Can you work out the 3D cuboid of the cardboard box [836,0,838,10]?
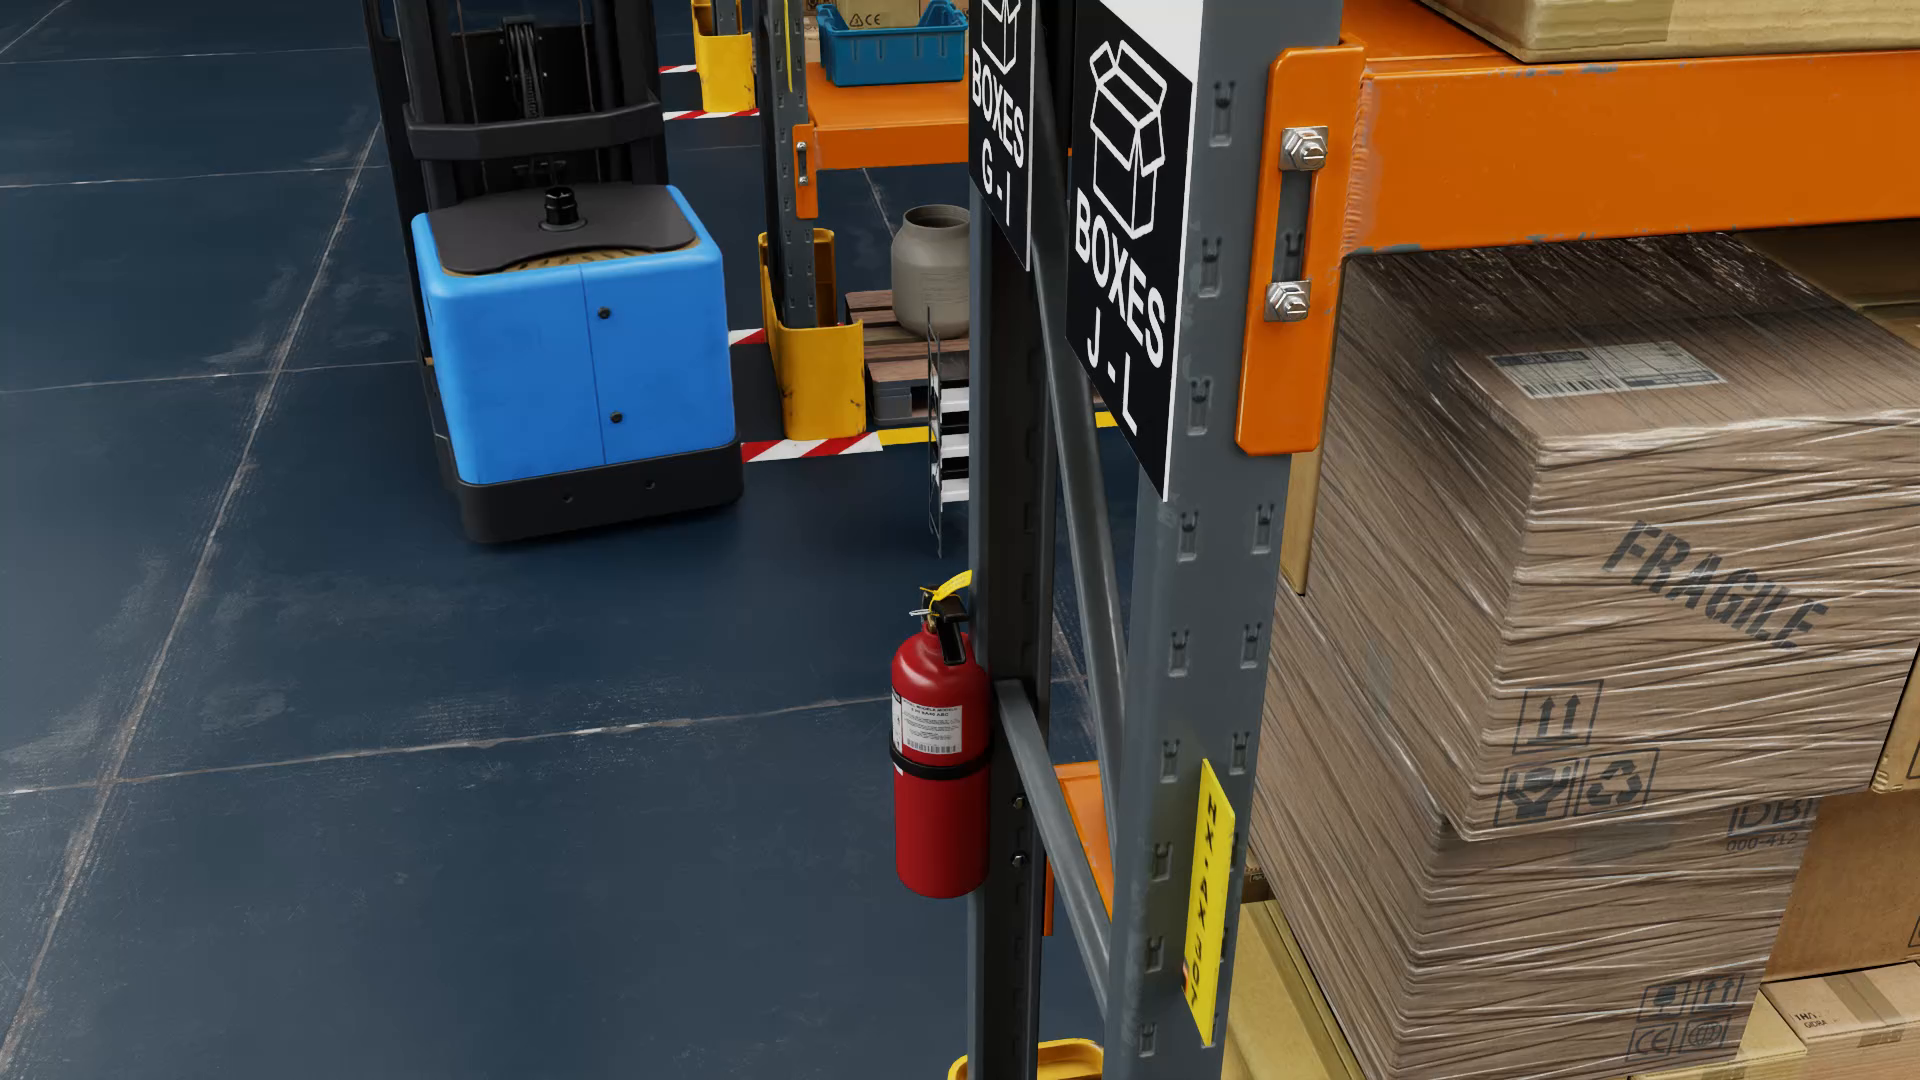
[{"bbox_3d":[-0.652,-3.691,11.867,0.500,0.250,0.500,-5,31,-9],"label":"cardboard box"}]

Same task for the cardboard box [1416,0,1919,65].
[{"bbox_3d":[0.685,-0.652,1.588,0.500,0.250,0.500,-4,31,-7],"label":"cardboard box"}]

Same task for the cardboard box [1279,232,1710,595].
[{"bbox_3d":[0.661,-0.284,2.395,0.500,0.500,0.500,-5,31,-9],"label":"cardboard box"}]

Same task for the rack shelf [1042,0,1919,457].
[{"bbox_3d":[2.132,-0.674,2.187,4.000,0.370,1.077,-5,31,-9],"label":"rack shelf"}]

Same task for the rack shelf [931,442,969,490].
[{"bbox_3d":[0.008,-0.282,6.086,0.200,0.077,0.258,-5,31,-9],"label":"rack shelf"}]

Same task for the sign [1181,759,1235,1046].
[{"bbox_3d":[0.262,0.389,1.775,0.005,0.325,0.100,-5,31,-9],"label":"sign"}]

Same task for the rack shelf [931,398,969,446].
[{"bbox_3d":[0.008,-0.437,5.994,0.200,0.077,0.258,-5,31,-9],"label":"rack shelf"}]

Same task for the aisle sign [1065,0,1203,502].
[{"bbox_3d":[0.157,-0.474,1.531,0.004,0.787,0.394,-5,31,-9],"label":"aisle sign"}]

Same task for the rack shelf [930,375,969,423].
[{"bbox_3d":[0.008,-0.515,5.949,0.200,0.077,0.258,-5,31,-9],"label":"rack shelf"}]

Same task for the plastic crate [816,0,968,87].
[{"bbox_3d":[-0.289,-2.108,7.023,0.616,0.251,0.499,-5,31,-9],"label":"plastic crate"}]

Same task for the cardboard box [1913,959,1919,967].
[{"bbox_3d":[1.475,0.612,2.498,0.250,0.149,0.380,-5,31,-9],"label":"cardboard box"}]

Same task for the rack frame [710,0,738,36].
[{"bbox_3d":[-1.616,-4.448,10.855,0.127,3.000,1.000,-5,31,-9],"label":"rack frame"}]

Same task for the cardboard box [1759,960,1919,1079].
[{"bbox_3d":[1.228,0.631,2.465,0.250,0.149,0.380,-5,31,-9],"label":"cardboard box"}]

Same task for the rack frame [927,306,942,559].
[{"bbox_3d":[-0.092,-0.379,6.007,0.006,0.900,0.240,-5,31,-9],"label":"rack frame"}]

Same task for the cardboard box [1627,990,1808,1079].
[{"bbox_3d":[0.986,0.664,2.409,0.250,0.149,0.380,-5,31,-9],"label":"cardboard box"}]

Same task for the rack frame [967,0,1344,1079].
[{"bbox_3d":[0.165,0.493,2.452,0.053,2.616,0.949,-5,31,-9],"label":"rack frame"}]

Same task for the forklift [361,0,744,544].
[{"bbox_3d":[-1.821,-1.983,6.731,1.130,2.935,3.031,-11,32,-17],"label":"forklift"}]

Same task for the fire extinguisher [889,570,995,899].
[{"bbox_3d":[-0.031,0.306,2.847,0.183,0.674,0.296,-5,31,-9],"label":"fire extinguisher"}]

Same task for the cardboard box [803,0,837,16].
[{"bbox_3d":[-1.142,-3.964,11.591,0.500,0.500,0.500,-5,31,-9],"label":"cardboard box"}]

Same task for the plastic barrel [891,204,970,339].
[{"bbox_3d":[-0.094,-1.184,7.345,0.421,0.512,0.421,0,30,0],"label":"plastic barrel"}]

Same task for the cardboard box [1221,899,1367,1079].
[{"bbox_3d":[0.488,0.693,2.360,0.250,0.149,0.380,-5,31,-9],"label":"cardboard box"}]

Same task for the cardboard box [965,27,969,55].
[{"bbox_3d":[-0.066,-3.474,11.498,0.500,0.250,0.500,-5,31,-9],"label":"cardboard box"}]

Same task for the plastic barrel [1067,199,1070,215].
[{"bbox_3d":[0.399,-1.230,7.423,0.421,0.512,0.421,0,30,0],"label":"plastic barrel"}]

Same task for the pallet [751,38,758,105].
[{"bbox_3d":[-0.872,-3.336,11.716,1.213,0.211,1.003,-5,31,-9],"label":"pallet"}]

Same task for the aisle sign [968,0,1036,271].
[{"bbox_3d":[0.049,-0.773,2.040,0.004,0.787,0.394,-5,31,-9],"label":"aisle sign"}]

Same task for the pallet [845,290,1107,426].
[{"bbox_3d":[0.138,-0.878,7.534,1.213,0.211,1.003,-5,31,-9],"label":"pallet"}]

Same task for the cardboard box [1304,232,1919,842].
[{"bbox_3d":[0.754,-0.025,1.954,0.500,0.500,0.500,-5,31,-9],"label":"cardboard box"}]

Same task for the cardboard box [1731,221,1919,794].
[{"bbox_3d":[1.247,-0.067,2.026,0.500,0.500,0.500,-5,31,-9],"label":"cardboard box"}]

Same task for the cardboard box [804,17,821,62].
[{"bbox_3d":[-1.049,-3.381,11.340,0.500,0.250,0.500,-5,31,-9],"label":"cardboard box"}]

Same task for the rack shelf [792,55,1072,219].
[{"bbox_3d":[1.239,-1.850,7.147,4.000,0.370,1.077,-5,31,-9],"label":"rack shelf"}]

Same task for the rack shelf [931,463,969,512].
[{"bbox_3d":[0.008,-0.205,6.131,0.200,0.077,0.258,-5,31,-9],"label":"rack shelf"}]

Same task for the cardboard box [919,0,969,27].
[{"bbox_3d":[-0.068,-3.803,11.318,0.500,0.500,0.500,-5,31,-9],"label":"cardboard box"}]

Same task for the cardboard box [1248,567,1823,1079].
[{"bbox_3d":[0.710,0.284,2.416,0.500,0.500,0.875,-5,31,-9],"label":"cardboard box"}]

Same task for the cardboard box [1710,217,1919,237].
[{"bbox_3d":[1.152,-0.333,2.478,0.500,0.500,0.500,-5,31,-9],"label":"cardboard box"}]

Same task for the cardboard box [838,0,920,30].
[{"bbox_3d":[-0.557,-3.751,11.229,0.500,0.500,0.500,-5,31,-9],"label":"cardboard box"}]

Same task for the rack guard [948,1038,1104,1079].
[{"bbox_3d":[0.239,1.562,3.100,0.348,0.500,1.175,-5,31,-9],"label":"rack guard"}]

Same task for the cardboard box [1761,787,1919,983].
[{"bbox_3d":[1.180,0.178,2.595,0.500,0.500,0.875,-5,31,-9],"label":"cardboard box"}]

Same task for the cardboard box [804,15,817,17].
[{"bbox_3d":[-1.142,-3.640,11.779,0.500,0.250,0.500,-5,31,-9],"label":"cardboard box"}]

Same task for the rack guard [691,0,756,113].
[{"bbox_3d":[-1.640,-3.368,11.485,0.348,0.500,1.175,-5,31,-9],"label":"rack guard"}]

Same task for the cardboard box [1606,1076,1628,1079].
[{"bbox_3d":[0.737,0.680,2.383,0.250,0.149,0.380,-5,31,-9],"label":"cardboard box"}]

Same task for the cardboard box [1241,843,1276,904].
[{"bbox_3d":[0.407,0.471,2.737,0.250,0.149,0.380,-5,31,-9],"label":"cardboard box"}]

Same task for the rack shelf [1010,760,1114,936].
[{"bbox_3d":[2.132,0.619,2.947,4.000,0.370,1.077,-5,31,-9],"label":"rack shelf"}]

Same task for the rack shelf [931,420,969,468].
[{"bbox_3d":[0.008,-0.360,6.040,0.200,0.077,0.258,-5,31,-9],"label":"rack shelf"}]

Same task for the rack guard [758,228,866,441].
[{"bbox_3d":[-0.662,-0.931,7.339,0.348,0.500,1.175,-5,31,-9],"label":"rack guard"}]

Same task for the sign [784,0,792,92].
[{"bbox_3d":[-0.633,-1.822,6.117,0.005,0.325,0.100,-5,31,-9],"label":"sign"}]

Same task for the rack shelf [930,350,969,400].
[{"bbox_3d":[0.008,-0.593,5.903,0.200,0.077,0.258,-5,31,-9],"label":"rack shelf"}]

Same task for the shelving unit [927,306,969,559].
[{"bbox_3d":[0.008,-0.389,6.023,0.210,0.900,0.258,-5,31,-9],"label":"shelving unit"}]

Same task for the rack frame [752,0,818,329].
[{"bbox_3d":[-0.728,-1.978,6.654,0.127,3.000,1.000,-5,31,-9],"label":"rack frame"}]
